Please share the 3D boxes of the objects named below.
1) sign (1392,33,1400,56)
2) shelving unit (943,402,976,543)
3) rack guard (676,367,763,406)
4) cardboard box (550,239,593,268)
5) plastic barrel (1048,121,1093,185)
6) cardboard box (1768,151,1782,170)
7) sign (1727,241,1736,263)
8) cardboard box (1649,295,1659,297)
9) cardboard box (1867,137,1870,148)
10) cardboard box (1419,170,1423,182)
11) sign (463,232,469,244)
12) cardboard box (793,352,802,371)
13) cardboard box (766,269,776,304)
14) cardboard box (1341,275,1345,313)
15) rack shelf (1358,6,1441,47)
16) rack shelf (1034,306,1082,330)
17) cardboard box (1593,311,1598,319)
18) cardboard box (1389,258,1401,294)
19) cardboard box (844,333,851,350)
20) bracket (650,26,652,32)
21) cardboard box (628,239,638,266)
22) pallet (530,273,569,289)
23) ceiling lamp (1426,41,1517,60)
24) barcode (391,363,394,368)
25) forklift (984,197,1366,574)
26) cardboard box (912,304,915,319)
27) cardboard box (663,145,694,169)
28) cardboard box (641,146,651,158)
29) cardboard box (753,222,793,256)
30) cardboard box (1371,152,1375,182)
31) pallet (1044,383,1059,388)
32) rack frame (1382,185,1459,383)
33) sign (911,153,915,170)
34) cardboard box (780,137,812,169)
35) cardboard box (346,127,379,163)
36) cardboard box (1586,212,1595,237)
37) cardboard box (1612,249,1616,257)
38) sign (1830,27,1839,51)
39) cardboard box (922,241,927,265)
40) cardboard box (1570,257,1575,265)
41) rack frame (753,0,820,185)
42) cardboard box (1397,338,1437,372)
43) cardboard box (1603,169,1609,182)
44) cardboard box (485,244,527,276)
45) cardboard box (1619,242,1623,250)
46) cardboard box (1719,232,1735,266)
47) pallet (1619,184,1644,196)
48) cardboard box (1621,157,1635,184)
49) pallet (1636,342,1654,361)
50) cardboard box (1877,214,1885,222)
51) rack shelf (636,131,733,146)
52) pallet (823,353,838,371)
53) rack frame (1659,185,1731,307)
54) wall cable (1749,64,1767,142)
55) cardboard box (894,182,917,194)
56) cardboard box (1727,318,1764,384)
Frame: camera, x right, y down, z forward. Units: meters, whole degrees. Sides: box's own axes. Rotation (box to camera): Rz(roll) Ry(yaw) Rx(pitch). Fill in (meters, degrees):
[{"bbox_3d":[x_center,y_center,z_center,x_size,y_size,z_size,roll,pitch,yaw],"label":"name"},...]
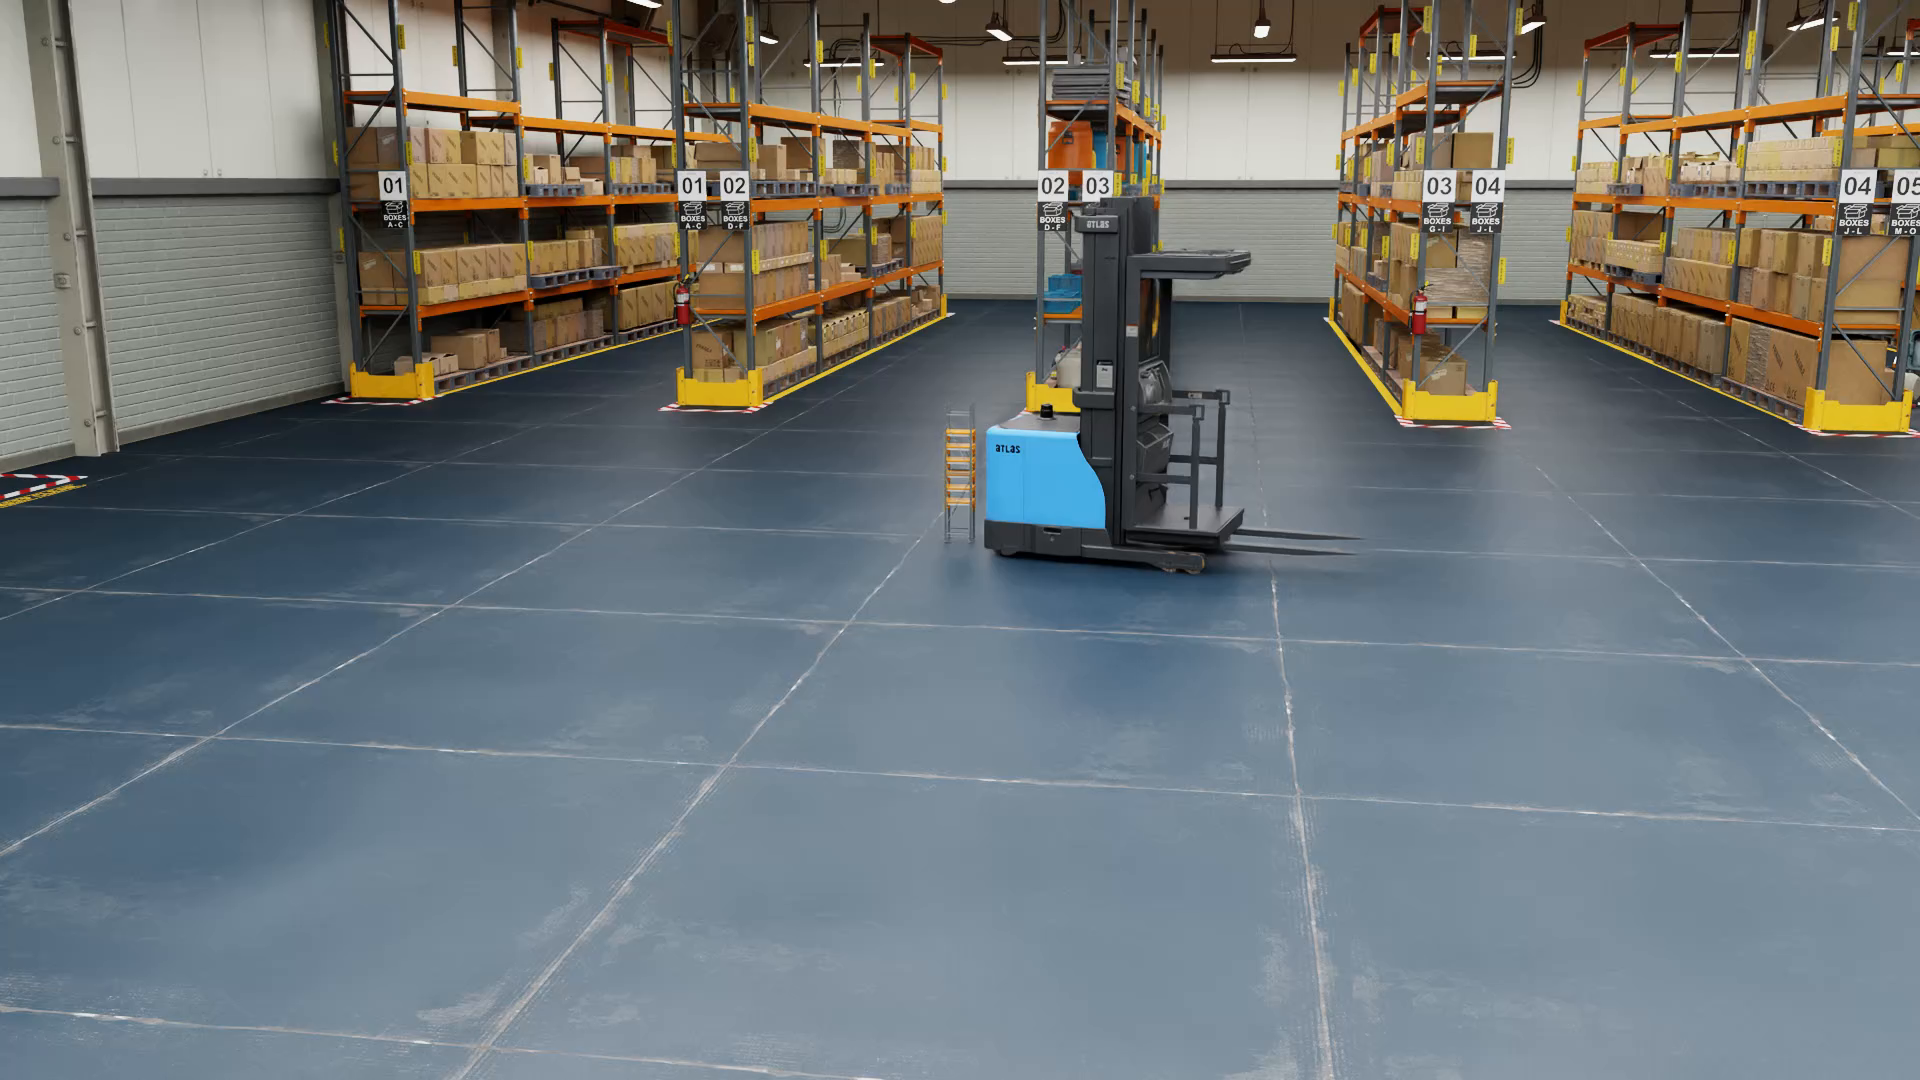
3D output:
[{"bbox_3d":[6.494,-7.373,24.754,0.100,0.325,0.005,2,12,9],"label":"sign"},{"bbox_3d":[-0.002,-0.584,14.353,0.258,1.200,0.189,2,12,9],"label":"shelving unit"},{"bbox_3d":[-3.364,-2.152,23.292,1.175,0.500,0.348,2,12,9],"label":"rack guard"},{"bbox_3d":[-7.147,-5.253,30.464,0.700,0.500,0.500,1,12,3],"label":"cardboard box"},{"bbox_3d":[1.483,-5.204,22.387,0.600,0.830,0.708,2,12,9],"label":"plastic barrel"},{"bbox_3d":[11.423,-5.198,22.788,0.500,0.250,0.500,2,12,8],"label":"cardboard box"},{"bbox_3d":[11.391,-4.251,24.538,0.100,0.325,0.005,2,12,9],"label":"sign"},{"bbox_3d":[13.202,-4.454,31.195,0.500,0.250,0.500,2,12,11],"label":"cardboard box"},{"bbox_3d":[11.797,-5.080,21.295,0.380,0.149,0.250,2,12,9],"label":"cardboard box"},{"bbox_3d":[6.162,-4.713,21.532,0.380,0.149,0.250,2,12,9],"label":"cardboard box"},{"bbox_3d":[-8.189,-4.955,27.615,0.100,0.325,0.005,2,12,9],"label":"sign"},{"bbox_3d":[-2.749,-2.761,25.714,0.500,0.250,0.500,2,12,9],"label":"cardboard box"},{"bbox_3d":[-3.118,-3.737,24.477,0.700,0.500,0.500,2,12,9],"label":"cardboard box"},{"bbox_3d":[8.869,-5.419,36.563,0.875,0.875,0.875,2,12,9],"label":"cardboard box"},{"bbox_3d":[7.966,-9.345,30.312,1.077,0.370,4.000,2,12,9],"label":"rack shelf"},{"bbox_3d":[1.841,-3.282,24.311,1.077,0.370,4.000,2,12,9],"label":"rack shelf"},{"bbox_3d":[12.946,-4.519,33.409,0.380,0.149,0.250,1,12,7],"label":"cardboard box"},{"bbox_3d":[6.801,-3.890,24.478,0.875,0.500,0.500,2,12,9],"label":"cardboard box"},{"bbox_3d":[-2.202,-3.469,28.999,0.500,0.250,0.500,2,12,10],"label":"cardboard box"},{"bbox_3d":[-6.742,-10.978,35.527,0.235,0.232,0.430,2,12,9],"label":"bracket"},{"bbox_3d":[-6.608,-5.610,32.412,0.500,0.500,0.500,2,12,11],"label":"cardboard box"},{"bbox_3d":[-7.379,-4.432,28.394,1.003,0.211,1.213,2,12,9],"label":"pallet"},{"bbox_3d":[11.807,-12.651,37.978,2.000,3.185,0.800,2,12,9],"label":"ceiling lamp"},{"bbox_3d":[-8.453,-2.602,24.762,0.001,0.075,0.075,2,12,9],"label":"barcode"},{"bbox_3d":[1.774,-1.286,13.505,3.031,2.935,1.130,5,13,20],"label":"forklift"},{"bbox_3d":[-1.236,-4.858,35.253,0.500,0.311,0.500,2,12,9],"label":"cardboard box"},{"bbox_3d":[-6.023,-8.190,35.597,0.500,0.500,0.500,2,12,8],"label":"cardboard box"},{"bbox_3d":[-6.675,-7.955,34.102,0.500,0.250,0.500,3,12,13],"label":"cardboard box"},{"bbox_3d":[-2.961,-4.593,25.367,0.700,0.500,0.500,2,12,9],"label":"cardboard box"},{"bbox_3d":[7.332,-6.393,28.492,0.500,0.500,0.500,2,12,9],"label":"cardboard box"},{"bbox_3d":[1.629,-2.041,23.462,1.003,0.211,1.213,2,12,9],"label":"pallet"},{"bbox_3d":[7.043,-3.890,25.423,1.000,3.000,0.127,2,12,9],"label":"rack frame"},{"bbox_3d":[-0.966,-7.771,34.151,0.100,0.325,0.005,2,12,9],"label":"sign"},{"bbox_3d":[-2.611,-6.304,27.082,0.500,0.500,0.500,2,12,9],"label":"cardboard box"},{"bbox_3d":[-8.447,-5.651,23.815,0.500,0.500,0.500,2,12,11],"label":"cardboard box"},{"bbox_3d":[13.194,-6.485,34.150,0.500,0.500,0.500,1,12,7],"label":"cardboard box"},{"bbox_3d":[12.567,-5.426,31.446,0.380,0.149,0.250,2,12,10],"label":"cardboard box"},{"bbox_3d":[12.473,-7.152,23.725,0.100,0.325,0.005,2,12,9],"label":"sign"},{"bbox_3d":[-1.012,-6.234,36.062,0.500,0.500,0.500,2,12,8],"label":"cardboard box"},{"bbox_3d":[13.400,-6.026,35.933,0.380,0.149,0.250,2,12,8],"label":"cardboard box"},{"bbox_3d":[-2.745,-7.144,26.284,1.000,3.000,0.127,2,12,9],"label":"rack frame"},{"bbox_3d":[6.942,-2.791,25.262,0.500,0.500,0.500,1,12,7],"label":"cardboard box"},{"bbox_3d":[13.070,-7.223,32.939,0.500,0.250,0.500,1,12,6],"label":"cardboard box"},{"bbox_3d":[-7.407,-4.566,27.089,0.500,0.500,0.500,2,12,9],"label":"cardboard box"},{"bbox_3d":[12.485,-5.463,30.910,0.380,0.149,0.250,2,12,8],"label":"cardboard box"},{"bbox_3d":[12.076,-4.456,25.441,0.700,0.500,0.500,2,12,8],"label":"cardboard box"},{"bbox_3d":[12.802,-6.407,30.428,1.213,0.211,1.003,2,12,9],"label":"pallet"},{"bbox_3d":[12.992,-7.019,31.587,0.700,0.500,0.500,2,12,9],"label":"cardboard box"},{"bbox_3d":[12.665,-3.340,29.492,1.003,0.211,1.213,2,12,9],"label":"pallet"},{"bbox_3d":[17.798,-6.163,31.821,0.380,0.149,0.250,2,12,7],"label":"cardboard box"},{"bbox_3d":[-6.102,-8.838,36.802,1.077,0.370,4.000,2,12,9],"label":"rack shelf"},{"bbox_3d":[-2.670,-3.003,27.927,1.003,0.211,1.213,2,12,9],"label":"pallet"},{"bbox_3d":[12.544,-4.541,28.443,1.000,3.000,0.127,2,12,9],"label":"rack frame"},{"bbox_3d":[19.277,-10.193,40.429,0.463,3.000,0.029,2,12,9],"label":"wall cable"},{"bbox_3d":[-1.195,-7.363,34.776,0.500,0.250,0.500,2,12,9],"label":"cardboard box"},{"bbox_3d":[11.763,-2.746,24.162,0.875,0.875,0.875,2,12,10],"label":"cardboard box"}]
